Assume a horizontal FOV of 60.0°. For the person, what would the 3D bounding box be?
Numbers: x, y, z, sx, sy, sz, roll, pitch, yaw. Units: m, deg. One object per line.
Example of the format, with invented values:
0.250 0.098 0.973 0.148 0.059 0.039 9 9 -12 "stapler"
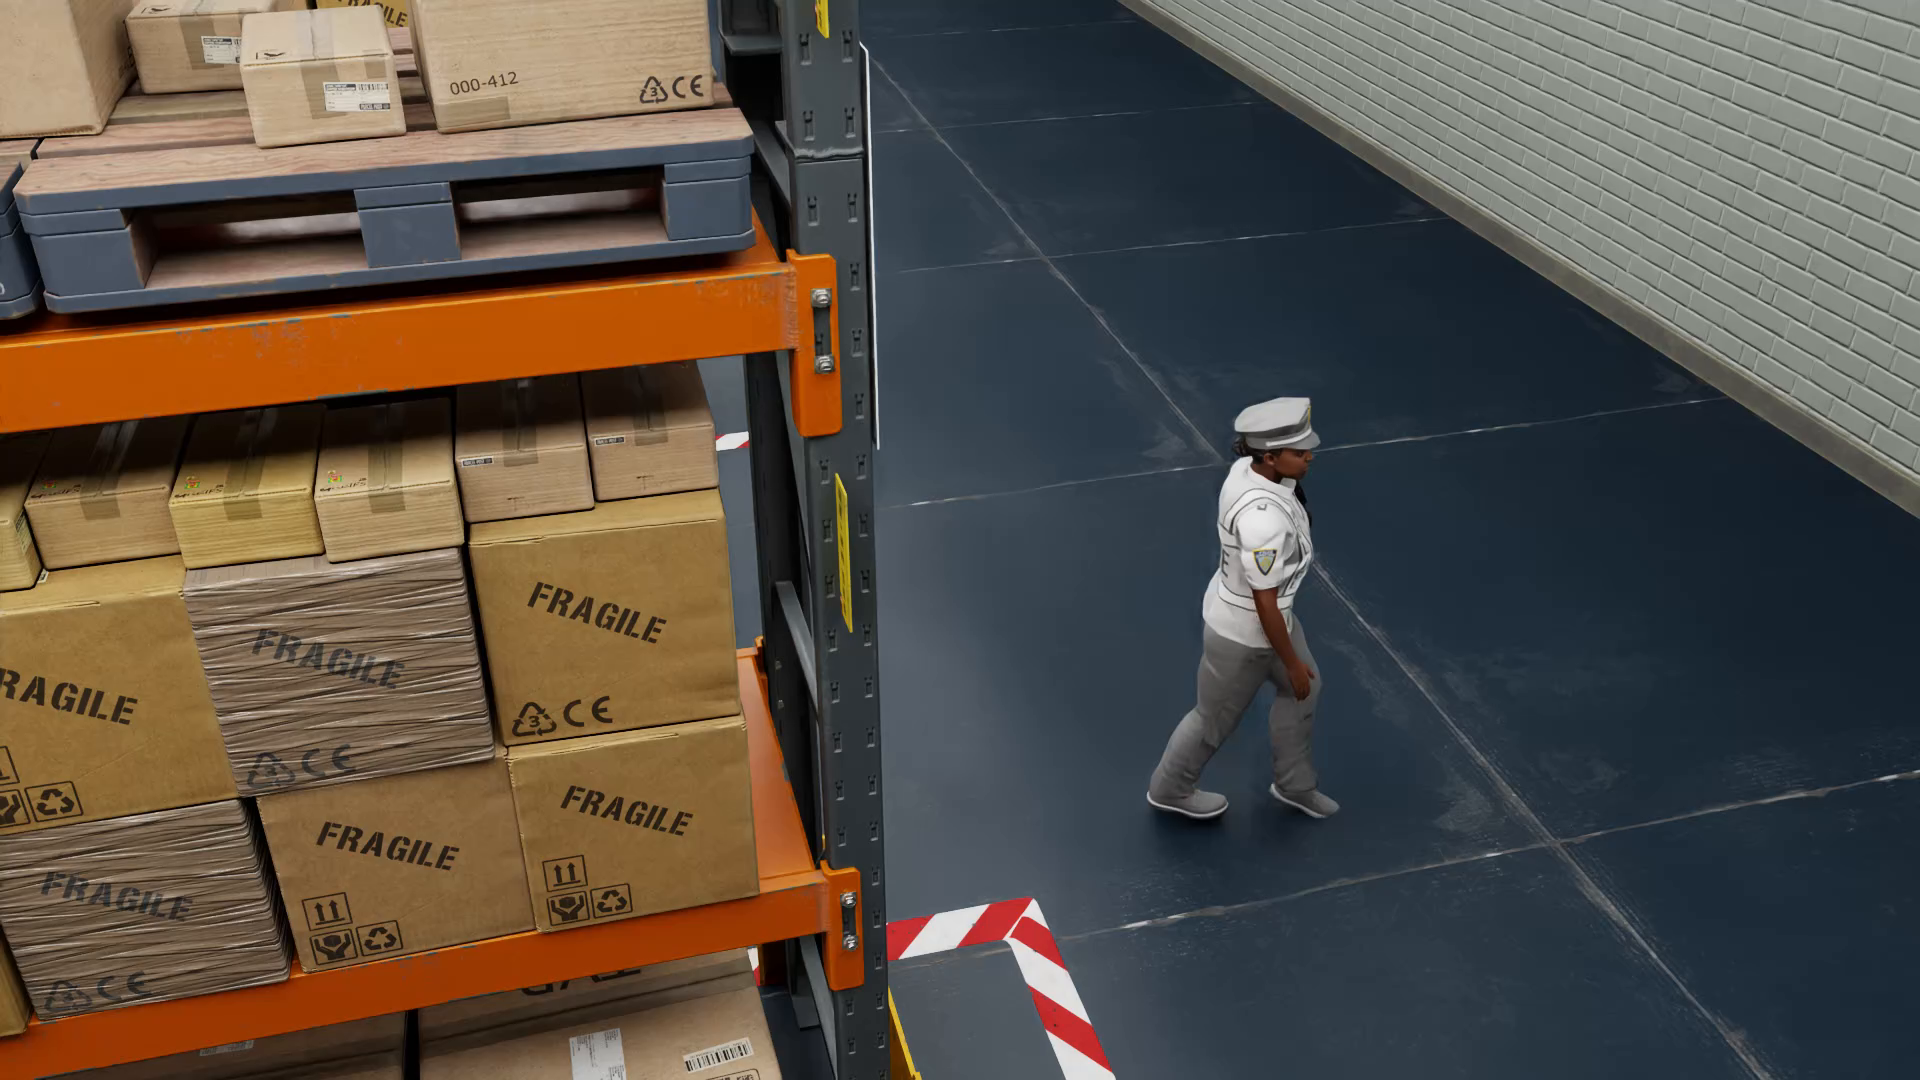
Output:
1.017 0.318 5.590 0.696 1.729 0.477 6 31 10 "person"
